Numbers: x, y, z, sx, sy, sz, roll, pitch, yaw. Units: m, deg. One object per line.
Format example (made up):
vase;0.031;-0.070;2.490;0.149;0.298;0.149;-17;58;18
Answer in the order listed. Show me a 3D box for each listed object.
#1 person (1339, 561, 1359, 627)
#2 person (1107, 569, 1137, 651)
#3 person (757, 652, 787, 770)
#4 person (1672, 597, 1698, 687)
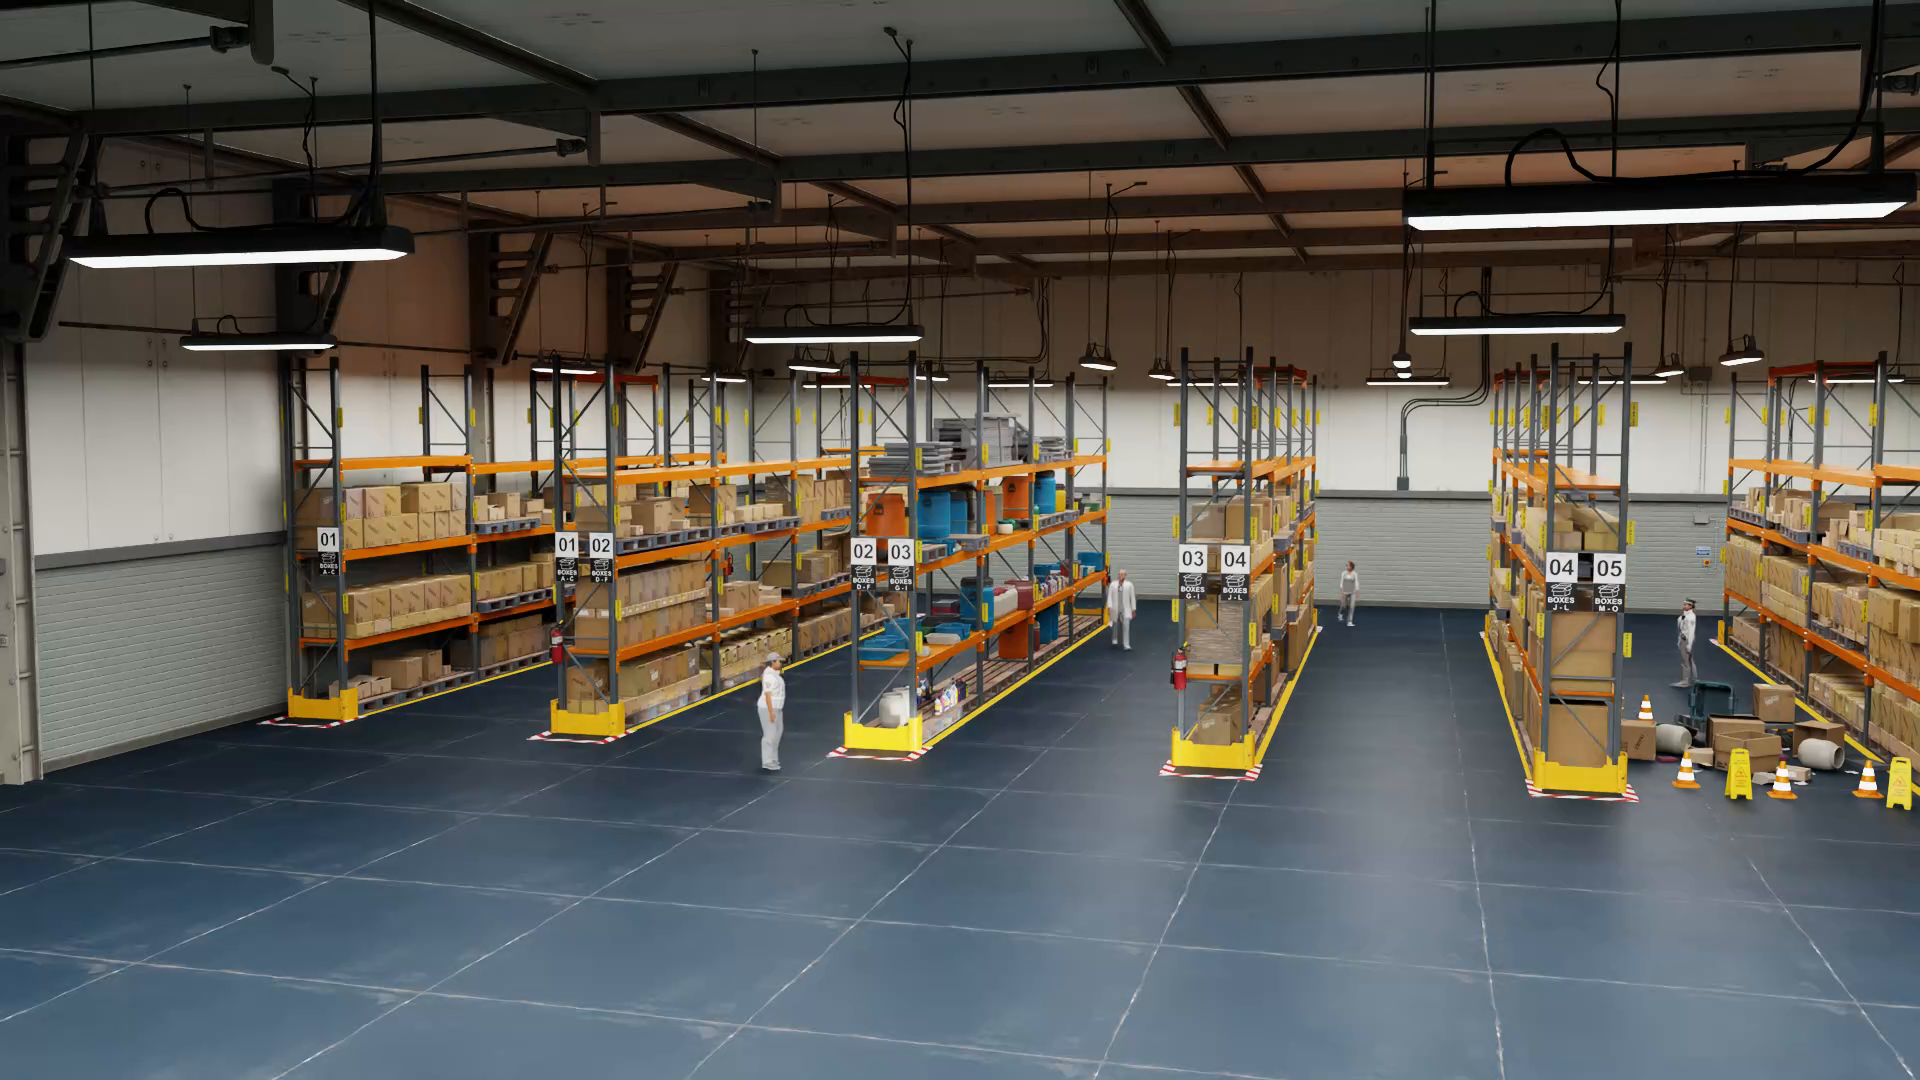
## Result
person;9.341;1.284;39.955;0.462;1.551;0.688;0;4;3
person;3.500;1.501;36.029;0.650;1.737;1.105;0;4;4
person;-2.691;2.471;23.808;0.417;1.746;0.565;0;4;3
person;13.546;1.894;30.976;0.422;1.690;0.508;3;5;33
